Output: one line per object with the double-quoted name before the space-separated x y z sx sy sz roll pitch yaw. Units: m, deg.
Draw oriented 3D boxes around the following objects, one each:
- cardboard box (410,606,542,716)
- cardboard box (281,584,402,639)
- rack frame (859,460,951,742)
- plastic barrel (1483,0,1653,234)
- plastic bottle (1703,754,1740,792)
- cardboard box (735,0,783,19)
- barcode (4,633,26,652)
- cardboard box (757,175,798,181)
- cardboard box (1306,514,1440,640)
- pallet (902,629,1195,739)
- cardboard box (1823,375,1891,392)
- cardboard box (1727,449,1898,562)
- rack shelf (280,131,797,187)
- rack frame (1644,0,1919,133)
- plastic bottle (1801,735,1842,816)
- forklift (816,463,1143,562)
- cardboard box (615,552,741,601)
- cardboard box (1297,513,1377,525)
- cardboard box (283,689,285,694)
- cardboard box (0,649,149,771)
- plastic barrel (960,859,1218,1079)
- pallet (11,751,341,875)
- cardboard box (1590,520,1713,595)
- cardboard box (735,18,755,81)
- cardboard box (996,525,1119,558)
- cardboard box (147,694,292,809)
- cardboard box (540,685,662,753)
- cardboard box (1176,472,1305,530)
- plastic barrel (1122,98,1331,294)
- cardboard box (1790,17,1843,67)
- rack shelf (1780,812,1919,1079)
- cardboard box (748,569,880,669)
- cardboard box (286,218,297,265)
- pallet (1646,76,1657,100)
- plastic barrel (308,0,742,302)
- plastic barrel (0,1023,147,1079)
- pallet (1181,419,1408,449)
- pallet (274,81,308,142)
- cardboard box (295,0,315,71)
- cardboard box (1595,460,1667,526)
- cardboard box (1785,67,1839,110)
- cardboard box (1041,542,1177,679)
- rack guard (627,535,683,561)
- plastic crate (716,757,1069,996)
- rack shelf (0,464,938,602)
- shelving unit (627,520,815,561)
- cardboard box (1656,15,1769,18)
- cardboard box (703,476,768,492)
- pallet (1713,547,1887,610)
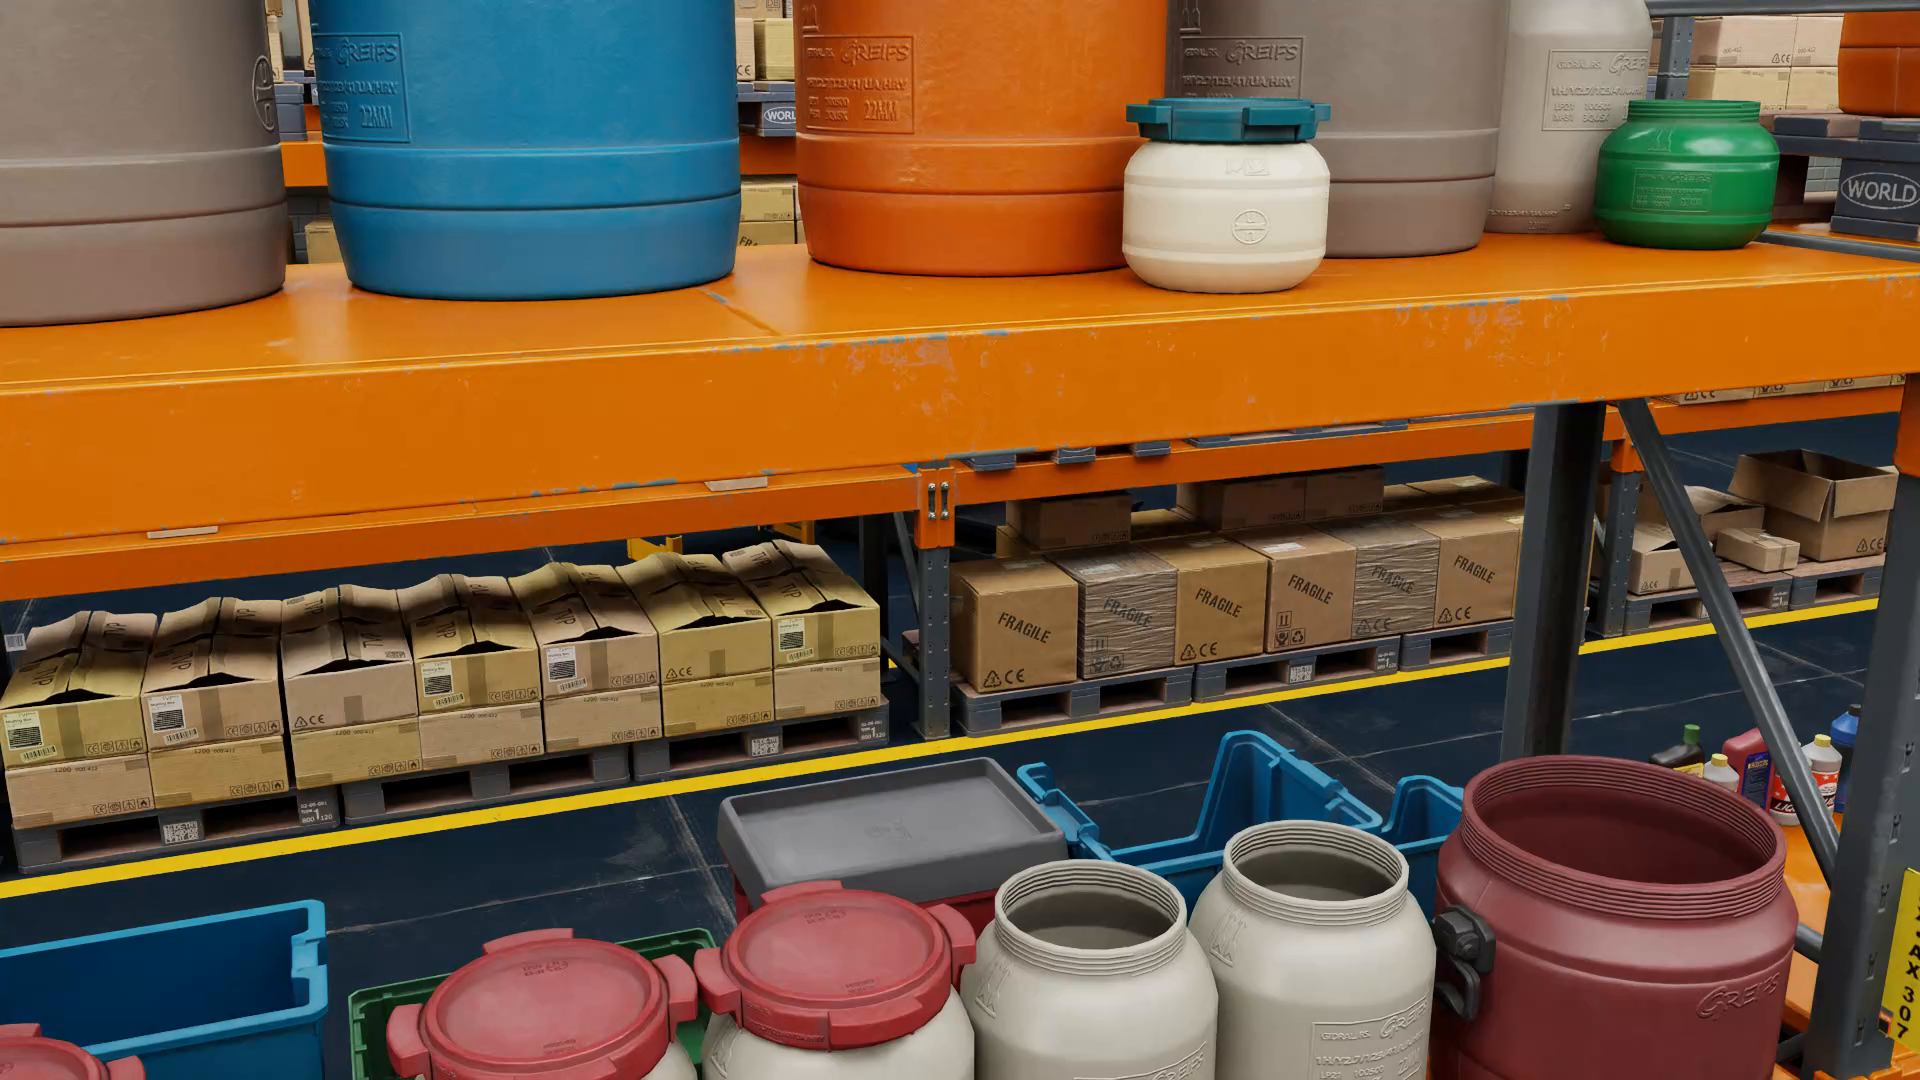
"cardboard box" -2.107 0.499 7.215 0.500 0.311 0.500 -6 17 -19
"cardboard box" -2.791 0.410 7.517 0.500 0.311 0.500 -6 17 -20
"rack frame" -0.282 -0.622 7.892 0.127 3.000 1.000 -6 17 -20
"plastic barrel" 1.087 -0.860 3.182 0.421 0.512 0.421 0 16 0
"plastic bottle" 1.826 0.617 4.025 0.097 0.201 0.097 0 16 0
"cardboard box" -1.634 -3.686 12.045 0.500 0.500 0.700 -8 18 -24
"barcode" -3.630 0.393 6.388 0.075 0.075 0.001 -6 17 -20
"cardboard box" -1.242 -2.650 12.727 0.500 0.250 0.500 -7 18 -22
"cardboard box" 2.162 0.186 8.795 0.500 0.500 0.500 -6 17 -19
"pallet" 0.429 0.651 8.507 1.213 0.211 1.003 -6 17 -20
"cardboard box" 4.972 -1.155 9.530 0.500 0.500 0.500 -6 17 -20
"cardboard box" 5.206 -0.229 10.204 0.637 0.503 0.797 -6 17 -20
"rack shelf" -2.150 -1.514 6.884 4.000 0.370 1.077 -6 17 -20
"rack frame" 1.487 -2.197 2.607 0.127 3.000 1.000 -6 17 -20
"plastic bottle" 2.133 0.584 4.137 0.097 0.201 0.097 0 16 0
"forklift" 0.476 -1.293 10.299 3.031 2.935 1.130 13 21 38
"cardboard box" -1.364 0.258 8.036 0.500 0.311 0.500 -7 18 -21
"cardboard box" 1.951 0.053 9.250 0.500 0.500 0.500 -6 17 -19
"cardboard box" -3.261 0.731 7.421 0.500 0.250 0.500 -6 18 -21
"cardboard box" -3.542 0.654 6.686 0.500 0.311 0.500 -6 17 -20
"plastic barrel" 0.209 0.831 2.748 0.421 0.512 0.421 0 16 0
"pallet" -3.343 1.035 7.199 1.213 0.211 1.003 -6 17 -20
"cardboard box" 3.923 0.069 9.532 0.500 0.311 0.500 -6 17 -20
"cardboard box" -1.168 -2.072 7.029 0.500 0.250 0.500 -6 17 -19
"cardboard box" 0.507 0.210 8.713 0.500 0.500 0.500 -5 17 -18
"cardboard box" -3.074 0.873 6.937 0.500 0.250 0.500 -6 17 -19
"cardboard box" -1.637 0.716 7.471 0.500 0.250 0.500 -6 17 -19
"cardboard box" 1.512 -0.260 8.986 0.500 0.250 0.500 -7 18 -21
"plastic barrel" 0.383 -0.501 2.404 0.301 0.262 0.301 0 16 0
"cardboard box" 4.462 -2.667 8.911 0.500 0.250 0.500 -6 17 -20
"rack shelf" 3.355 0.825 4.240 4.000 0.370 1.077 -6 17 -20
"cardboard box" -0.683 0.345 7.741 0.500 0.311 0.500 -6 17 -19
"cardboard box" -4.781 -1.877 11.209 0.500 0.500 0.700 -4 17 -14
"pallet" 2.819 -2.327 8.708 1.003 0.211 1.213 -6 17 -20
"plastic barrel" -0.629 -0.835 2.404 0.708 0.901 0.600 -6 17 -20
"plastic barrel" -1.276 0.981 2.192 0.433 0.535 0.433 0 16 0
"pallet" 1.532 -0.727 8.591 1.213 0.211 1.003 -6 17 -20
"pallet" -3.198 -1.658 6.437 1.217 0.209 0.805 -7 18 -22
"cardboard box" -4.102 -3.369 10.999 0.500 0.500 0.500 -7 18 -22
"cardboard box" 3.884 -0.169 10.005 0.500 0.500 0.500 -6 17 -20
"cardboard box" 4.464 -2.426 8.977 0.500 0.250 0.500 -6 17 -20
"cardboard box" 0.732 0.342 8.267 0.500 0.500 0.500 -7 18 -22
"rack guard" -1.932 0.043 10.508 0.087 0.250 0.587 -13 21 -38
"plastic crate" -0.131 0.734 3.163 0.583 0.464 0.402 -6 17 -20
"rack shelf" -2.150 -0.075 7.306 4.000 0.370 1.077 -6 17 -20
"shelving unit" -1.550 -0.647 10.638 1.083 1.500 0.587 -13 21 -38
"cardboard box" 3.894 -3.051 8.889 0.500 0.500 0.700 -6 17 -20
"cardboard box" -1.023 -0.338 7.371 0.250 0.149 0.380 -6 17 -20
"pallet" 5.236 0.120 10.315 1.213 0.211 1.003 -6 17 -20
